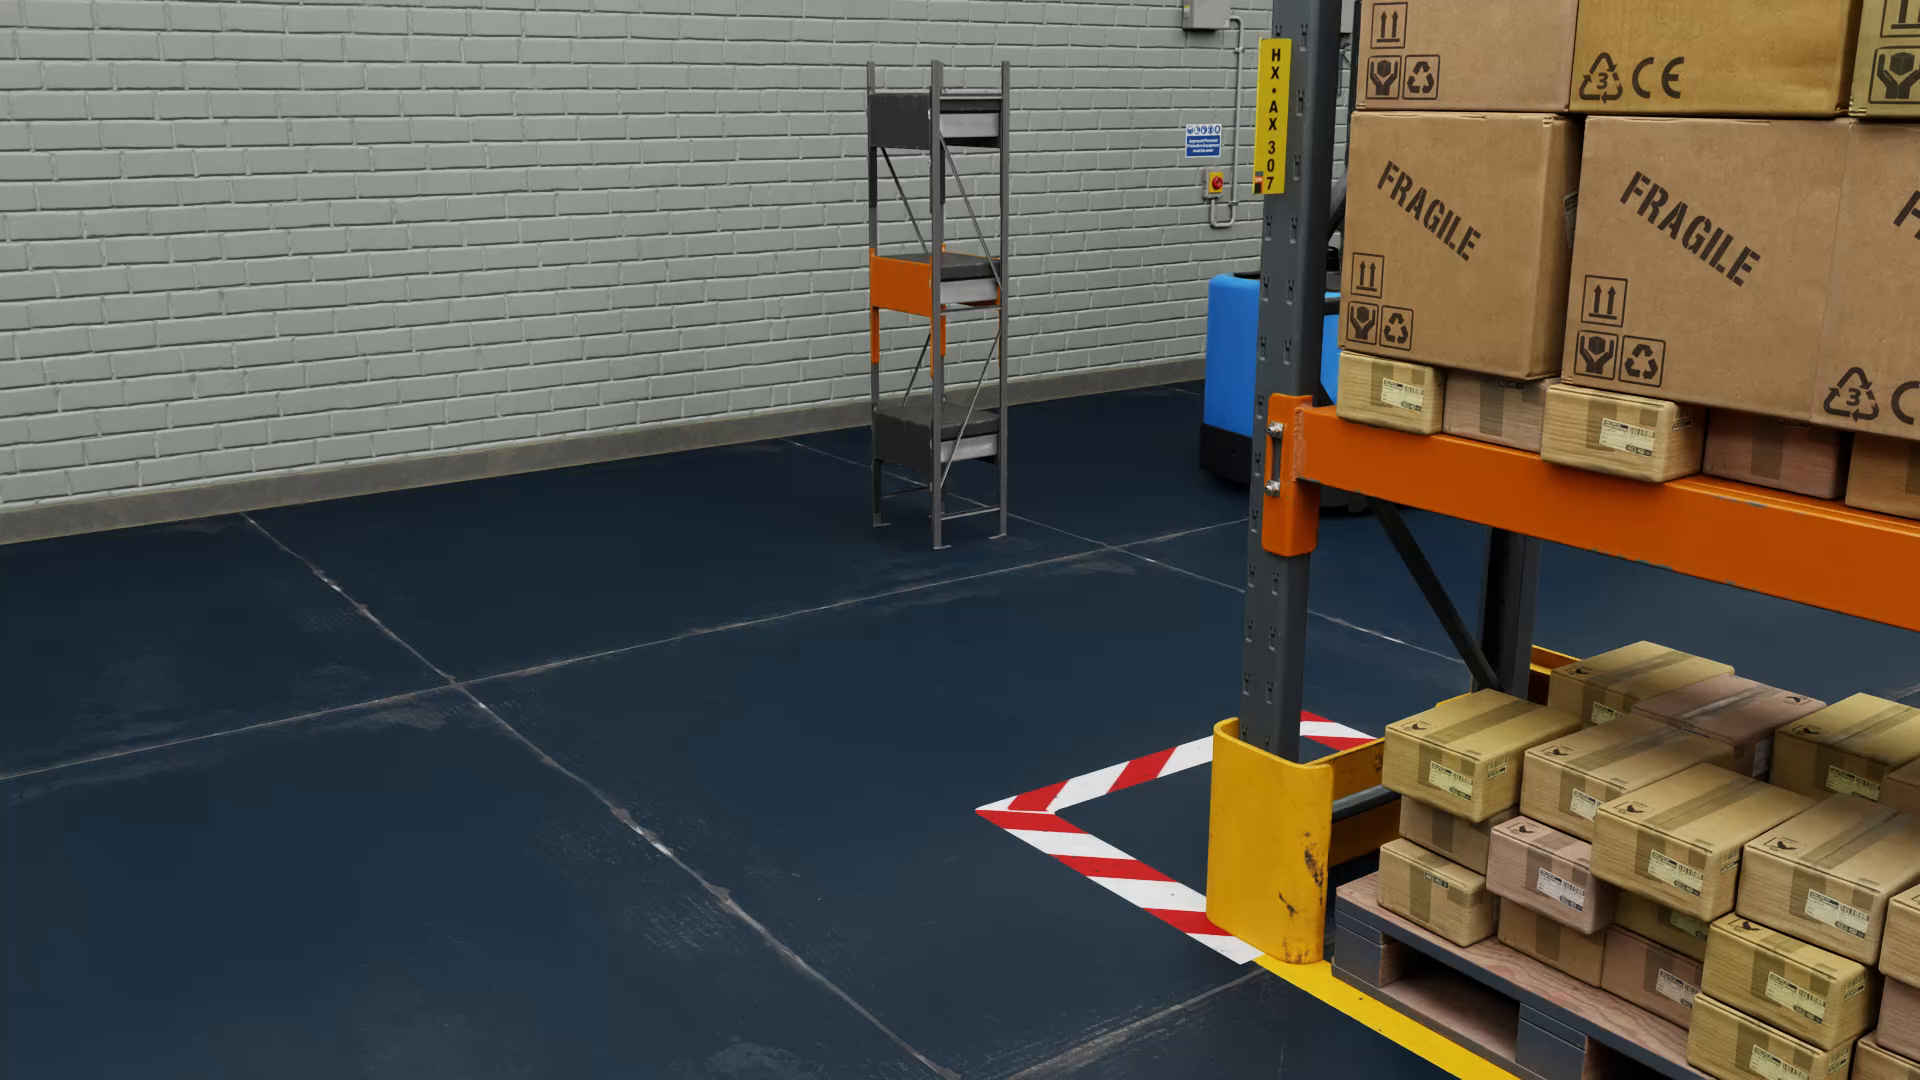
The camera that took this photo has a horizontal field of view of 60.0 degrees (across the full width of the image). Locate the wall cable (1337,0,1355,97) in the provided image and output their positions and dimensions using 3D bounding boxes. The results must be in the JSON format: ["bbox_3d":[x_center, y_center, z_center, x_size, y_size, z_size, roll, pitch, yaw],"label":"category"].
[{"bbox_3d":[2.867,-3.285,11.972,0.588,1.984,0.122,-11,19,-35],"label":"wall cable"}]

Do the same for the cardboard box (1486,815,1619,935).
[{"bbox_3d":[1.332,0.666,3.503,0.380,0.149,0.250,-11,19,-35],"label":"cardboard box"}]

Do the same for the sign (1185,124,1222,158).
[{"bbox_3d":[1.652,-2.708,11.278,0.327,0.218,0.001,-11,19,-35],"label":"sign"}]

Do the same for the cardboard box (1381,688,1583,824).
[{"bbox_3d":[1.150,0.468,3.662,0.380,0.149,0.250,-12,19,-37],"label":"cardboard box"}]

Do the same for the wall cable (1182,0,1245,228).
[{"bbox_3d":[1.727,-3.078,11.155,0.585,1.953,0.123,-11,19,-35],"label":"wall cable"}]

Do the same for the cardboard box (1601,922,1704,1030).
[{"bbox_3d":[1.537,0.847,3.404,0.380,0.149,0.250,-11,19,-34],"label":"cardboard box"}]

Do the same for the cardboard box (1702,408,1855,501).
[{"bbox_3d":[1.603,-0.193,3.076,0.380,0.149,0.250,-10,18,-32],"label":"cardboard box"}]

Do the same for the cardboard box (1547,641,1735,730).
[{"bbox_3d":[1.633,0.377,3.994,0.380,0.149,0.250,-11,19,-34],"label":"cardboard box"}]

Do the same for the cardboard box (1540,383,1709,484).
[{"bbox_3d":[1.340,-0.227,3.200,0.380,0.149,0.250,-12,19,-36],"label":"cardboard box"}]

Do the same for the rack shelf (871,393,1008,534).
[{"bbox_3d":[-0.097,-0.360,7.616,0.431,0.518,0.480,-11,19,-35],"label":"rack shelf"}]

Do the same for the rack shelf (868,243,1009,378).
[{"bbox_3d":[-0.097,-1.035,7.432,0.431,0.518,0.480,-11,19,-35],"label":"rack shelf"}]

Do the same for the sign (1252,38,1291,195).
[{"bbox_3d":[0.678,-0.915,3.599,0.100,0.325,0.005,-11,19,-35],"label":"sign"}]

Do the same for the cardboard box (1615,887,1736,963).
[{"bbox_3d":[1.548,0.704,3.362,0.380,0.149,0.250,-11,19,-34],"label":"cardboard box"}]

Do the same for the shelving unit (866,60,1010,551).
[{"bbox_3d":[-0.097,-1.048,7.428,0.431,2.100,0.503,-11,19,-35],"label":"shelving unit"}]

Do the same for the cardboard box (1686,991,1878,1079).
[{"bbox_3d":[1.599,0.919,3.142,0.380,0.149,0.250,-11,19,-34],"label":"cardboard box"}]

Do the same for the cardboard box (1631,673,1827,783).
[{"bbox_3d":[1.734,0.440,3.766,0.380,0.149,0.250,-10,18,-33],"label":"cardboard box"}]

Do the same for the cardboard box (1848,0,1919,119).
[{"bbox_3d":[1.755,-0.898,2.527,0.500,0.500,0.500,-11,19,-36],"label":"cardboard box"}]

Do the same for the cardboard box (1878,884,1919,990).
[{"bbox_3d":[1.822,0.683,2.878,0.380,0.149,0.250,-10,18,-32],"label":"cardboard box"}]

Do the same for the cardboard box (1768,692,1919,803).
[{"bbox_3d":[1.989,0.475,3.636,0.380,0.149,0.250,-11,19,-36],"label":"cardboard box"}]

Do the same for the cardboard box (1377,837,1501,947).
[{"bbox_3d":[1.165,0.752,3.752,0.380,0.149,0.250,-10,18,-33],"label":"cardboard box"}]

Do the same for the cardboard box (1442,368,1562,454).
[{"bbox_3d":[1.225,-0.293,3.440,0.380,0.149,0.250,-10,18,-33],"label":"cardboard box"}]

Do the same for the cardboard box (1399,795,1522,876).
[{"bbox_3d":[1.217,0.599,3.748,0.380,0.149,0.250,-10,18,-32],"label":"cardboard box"}]

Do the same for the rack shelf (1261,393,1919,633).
[{"bbox_3d":[2.292,0.192,2.556,1.077,0.370,4.000,-11,19,-35],"label":"rack shelf"}]

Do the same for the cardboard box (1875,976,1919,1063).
[{"bbox_3d":[1.844,0.818,2.947,0.380,0.149,0.250,-12,19,-37],"label":"cardboard box"}]

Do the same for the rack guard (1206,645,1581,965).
[{"bbox_3d":[1.161,0.640,4.292,1.175,0.500,0.348,-11,19,-35],"label":"rack guard"}]

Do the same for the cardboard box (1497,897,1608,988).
[{"bbox_3d":[1.386,0.795,3.594,0.380,0.149,0.250,-11,19,-35],"label":"cardboard box"}]

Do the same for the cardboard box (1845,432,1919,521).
[{"bbox_3d":[1.743,-0.131,2.850,0.380,0.149,0.250,-11,19,-35],"label":"cardboard box"}]

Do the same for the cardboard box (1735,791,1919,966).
[{"bbox_3d":[1.666,0.622,3.099,0.380,0.149,0.250,-12,19,-37],"label":"cardboard box"}]

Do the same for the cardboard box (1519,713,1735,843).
[{"bbox_3d":[1.409,0.508,3.515,0.380,0.149,0.250,-10,18,-34],"label":"cardboard box"}]

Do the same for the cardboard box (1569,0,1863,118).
[{"bbox_3d":[1.467,-1.012,2.946,0.500,0.500,0.500,-10,18,-33],"label":"cardboard box"}]

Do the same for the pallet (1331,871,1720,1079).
[{"bbox_3d":[1.610,0.958,3.676,1.003,0.211,1.213,-11,19,-35],"label":"pallet"}]

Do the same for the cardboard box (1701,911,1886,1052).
[{"bbox_3d":[1.611,0.776,3.100,0.380,0.149,0.250,-10,18,-33],"label":"cardboard box"}]

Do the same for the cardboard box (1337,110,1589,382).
[{"bbox_3d":[1.157,-0.635,3.462,0.500,0.500,0.500,-10,18,-32],"label":"cardboard box"}]

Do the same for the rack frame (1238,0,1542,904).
[{"bbox_3d":[1.116,-0.582,4.021,1.000,3.000,0.127,-11,19,-35],"label":"rack frame"}]

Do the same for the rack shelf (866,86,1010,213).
[{"bbox_3d":[-0.097,-1.710,7.247,0.431,0.518,0.480,-11,19,-35],"label":"rack shelf"}]

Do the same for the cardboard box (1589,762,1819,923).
[{"bbox_3d":[1.454,0.582,3.246,0.380,0.149,0.250,-11,19,-35],"label":"cardboard box"}]

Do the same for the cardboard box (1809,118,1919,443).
[{"bbox_3d":[1.770,-0.418,2.669,0.500,0.500,0.500,-11,19,-34],"label":"cardboard box"}]

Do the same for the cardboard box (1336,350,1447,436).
[{"bbox_3d":[1.042,-0.341,3.616,0.380,0.149,0.250,-11,19,-35],"label":"cardboard box"}]

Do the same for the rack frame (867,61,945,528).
[{"bbox_3d":[-0.241,-1.100,7.618,0.400,2.100,0.015,-11,19,-35],"label":"rack frame"}]

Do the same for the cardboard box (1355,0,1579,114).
[{"bbox_3d":[1.166,-1.119,3.336,0.500,0.500,0.500,-11,19,-35],"label":"cardboard box"}]

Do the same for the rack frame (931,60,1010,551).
[{"bbox_3d":[0.046,-0.996,7.238,0.400,2.100,0.015,-11,19,-35],"label":"rack frame"}]

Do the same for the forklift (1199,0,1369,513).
[{"bbox_3d":[2.799,-1.794,8.578,3.031,2.935,1.130,-8,17,-26],"label":"forklift"}]

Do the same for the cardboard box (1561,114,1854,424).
[{"bbox_3d":[1.492,-0.525,3.059,0.500,0.500,0.500,-11,19,-34],"label":"cardboard box"}]

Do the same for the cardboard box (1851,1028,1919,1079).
[{"bbox_3d":[1.826,0.958,2.997,0.380,0.149,0.250,-11,19,-34],"label":"cardboard box"}]

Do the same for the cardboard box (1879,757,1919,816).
[{"bbox_3d":[2.090,0.540,3.398,0.380,0.149,0.250,-12,19,-37],"label":"cardboard box"}]
